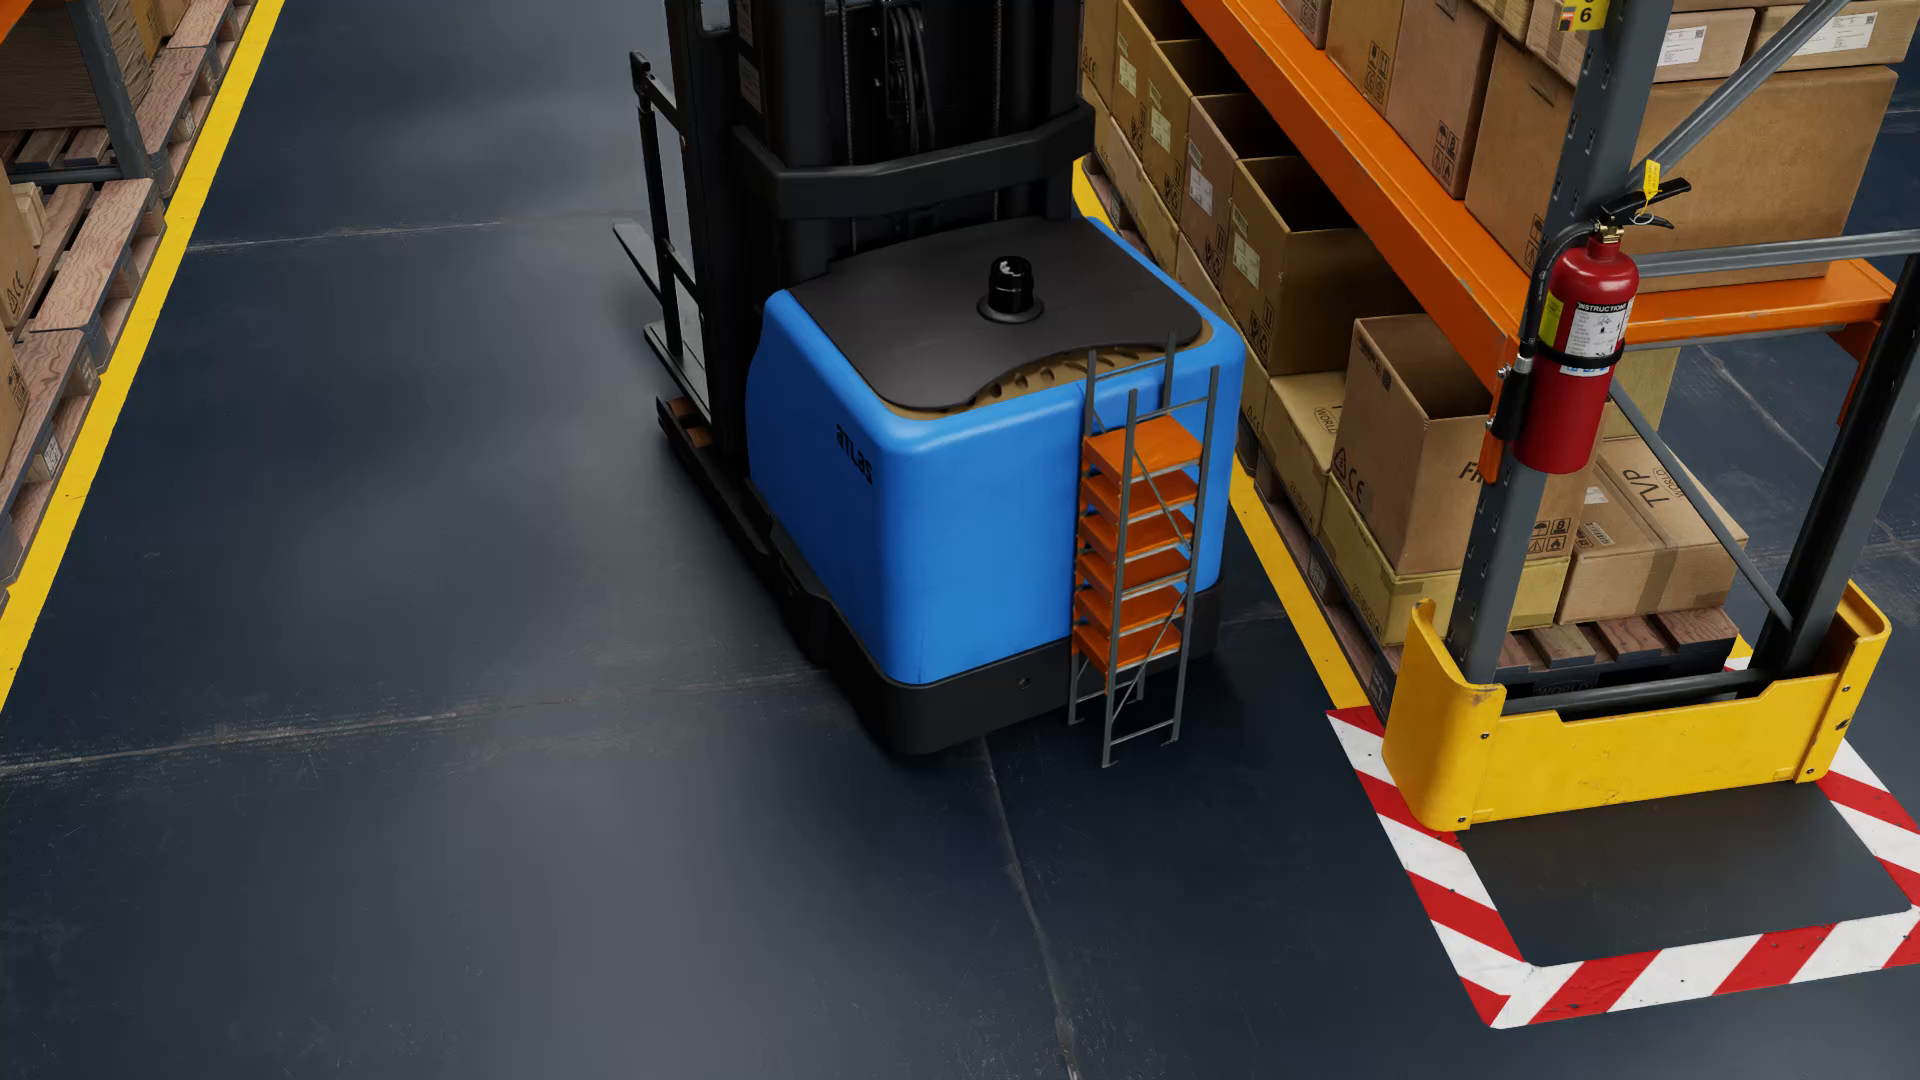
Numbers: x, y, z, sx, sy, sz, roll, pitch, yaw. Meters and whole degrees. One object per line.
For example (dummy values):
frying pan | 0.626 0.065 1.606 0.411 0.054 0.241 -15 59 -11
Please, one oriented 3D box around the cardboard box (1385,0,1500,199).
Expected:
cardboard box | 1.566 -1.247 4.329 0.700 0.500 0.500 -5 38 -7

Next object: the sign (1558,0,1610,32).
sign | 1.195 -1.109 3.095 0.100 0.325 0.005 -6 38 -8

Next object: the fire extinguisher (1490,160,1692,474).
fire extinguisher | 1.295 -0.456 3.455 0.296 0.674 0.183 -6 38 -8

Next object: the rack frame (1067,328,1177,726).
rack frame | 0.405 0.006 4.265 0.240 1.200 0.006 -17 41 -21

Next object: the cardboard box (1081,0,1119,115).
cardboard box | 0.804 -2.086 6.778 0.500 0.500 0.500 -6 38 -8

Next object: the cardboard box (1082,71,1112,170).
cardboard box | 0.814 -1.791 7.010 0.500 0.250 0.500 -6 38 -8

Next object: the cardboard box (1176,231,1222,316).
cardboard box | 1.072 -0.885 5.843 0.500 0.250 0.500 -6 38 -8

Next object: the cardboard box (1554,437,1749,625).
cardboard box | 1.857 -0.036 4.750 0.500 0.250 0.500 -6 38 -8

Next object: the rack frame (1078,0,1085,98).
rack frame | 1.031 -3.024 6.697 1.000 3.000 0.127 -6 38 -8

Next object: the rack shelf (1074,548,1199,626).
rack shelf | 0.446 0.091 4.227 0.258 0.103 0.180 -17 41 -21

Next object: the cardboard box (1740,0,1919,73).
cardboard box | 1.875 -1.164 3.693 0.380 0.149 0.250 -6 38 -8

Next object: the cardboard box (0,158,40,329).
cardboard box | -3.624 -1.053 5.839 0.500 0.500 0.500 -9 39 -11

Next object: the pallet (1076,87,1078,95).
pallet | 0.863 -2.364 8.120 1.003 0.211 1.213 -6 38 -8

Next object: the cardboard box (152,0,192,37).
cardboard box | -4.181 -2.738 8.008 0.700 0.500 0.500 -6 38 -7

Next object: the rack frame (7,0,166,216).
rack frame | -3.846 -2.489 6.009 1.000 3.000 0.127 -6 38 -8

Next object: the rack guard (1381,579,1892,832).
rack guard | 1.736 0.394 4.336 1.175 0.500 0.348 -6 38 -8

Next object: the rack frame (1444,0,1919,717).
rack frame | 1.732 -0.608 3.588 1.000 3.000 0.127 -6 38 -8

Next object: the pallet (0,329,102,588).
pallet | -3.476 -0.247 5.396 1.003 0.211 1.213 -6 38 -8

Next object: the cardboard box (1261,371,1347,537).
cardboard box | 1.248 -0.281 5.065 0.500 0.250 0.500 -6 38 -8

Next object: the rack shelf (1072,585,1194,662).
rack shelf | 0.446 0.186 4.301 0.258 0.103 0.180 -17 41 -21

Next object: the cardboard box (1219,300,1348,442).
cardboard box | 1.158 -0.583 5.454 0.500 0.250 0.500 -6 38 -8

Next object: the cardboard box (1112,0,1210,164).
cardboard box | 0.899 -1.785 6.391 0.500 0.500 0.500 -6 38 -8

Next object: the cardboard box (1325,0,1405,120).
cardboard box | 1.485 -1.548 4.716 0.700 0.500 0.500 -6 38 -8

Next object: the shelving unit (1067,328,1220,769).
shelving unit | 0.446 0.056 4.200 0.258 1.200 0.189 -17 41 -21

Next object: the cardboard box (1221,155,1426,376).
cardboard box | 1.155 -0.878 5.223 0.500 0.500 0.500 -6 38 -8

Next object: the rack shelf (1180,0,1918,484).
rack shelf | 1.381 -1.532 5.363 1.077 0.370 4.000 -6 38 -8

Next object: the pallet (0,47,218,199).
pallet | -3.983 -1.858 7.469 1.003 0.211 1.213 -6 38 -8

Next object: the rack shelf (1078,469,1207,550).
rack shelf | 0.446 -0.099 4.080 0.258 0.103 0.180 -17 41 -21

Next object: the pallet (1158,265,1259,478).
pallet | 1.346 -0.700 5.978 1.003 0.211 1.213 -6 38 -8

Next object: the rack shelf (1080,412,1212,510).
rack shelf | 0.446 -0.193 4.007 0.258 0.103 0.180 -17 41 -21

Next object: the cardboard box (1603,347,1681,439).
cardboard box | 1.767 -0.634 4.908 0.500 0.500 0.500 -6 38 -8

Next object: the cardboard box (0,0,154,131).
cardboard box | -3.991 -2.118 7.211 0.700 0.500 0.500 -5 38 -6

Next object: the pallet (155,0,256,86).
pallet | -4.201 -2.596 8.420 1.003 0.211 1.213 -6 38 -8

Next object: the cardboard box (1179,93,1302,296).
cardboard box | 1.069 -1.181 5.612 0.500 0.500 0.500 -6 38 -8

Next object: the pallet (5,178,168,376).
pallet | -3.693 -0.986 6.347 1.003 0.211 1.213 -6 38 -8

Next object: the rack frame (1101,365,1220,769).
rack frame | 0.487 0.106 4.136 0.240 1.200 0.006 -17 41 -21

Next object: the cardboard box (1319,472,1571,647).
cardboard box | 1.347 0.020 4.678 0.500 0.250 0.500 -6 38 -8

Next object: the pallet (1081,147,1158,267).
pallet | 1.129 -1.438 6.929 1.003 0.211 1.213 -6 38 -8

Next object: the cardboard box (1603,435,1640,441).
cardboard box | 1.766 -0.337 5.138 0.500 0.250 0.500 -6 38 -8

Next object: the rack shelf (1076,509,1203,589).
rack shelf | 0.446 -0.004 4.154 0.258 0.103 0.180 -17 41 -21

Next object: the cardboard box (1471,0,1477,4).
cardboard box | 1.385 -1.426 4.031 0.380 0.149 0.250 -7 38 -9

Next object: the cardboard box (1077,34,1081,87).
cardboard box | 0.673 -2.323 7.694 0.500 0.250 0.500 -7 38 -8

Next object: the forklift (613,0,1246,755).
forklift | -0.373 -1.484 4.771 1.130 2.935 3.031 -17 41 -21

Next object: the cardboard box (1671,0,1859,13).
cardboard box | 1.653 -1.475 3.565 0.700 0.500 0.500 -6 38 -8

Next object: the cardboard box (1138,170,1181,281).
cardboard box | 0.979 -1.186 6.231 0.500 0.250 0.500 -6 38 -8

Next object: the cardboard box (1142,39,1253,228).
cardboard box | 0.979 -1.482 6.001 0.500 0.500 0.500 -6 38 -8

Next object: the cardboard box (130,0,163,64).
cardboard box | -4.131 -2.425 7.605 0.700 0.500 0.500 -7 38 -9

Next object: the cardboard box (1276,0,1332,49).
cardboard box | 1.389 -1.866 5.125 0.700 0.500 0.500 -5 38 -7

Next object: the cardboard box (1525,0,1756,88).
cardboard box | 1.477 -1.114 3.629 0.380 0.149 0.250 -7 38 -9

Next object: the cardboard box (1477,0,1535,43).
cardboard box | 1.430 -1.272 3.832 0.380 0.149 0.250 -5 38 -7

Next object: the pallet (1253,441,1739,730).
pallet | 1.557 0.036 5.032 1.003 0.211 1.213 -6 38 -8

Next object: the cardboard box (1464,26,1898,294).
cardboard box | 1.663 -0.931 3.922 0.700 0.500 0.500 -6 38 -8

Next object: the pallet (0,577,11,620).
pallet | -3.265 0.488 4.450 1.003 0.211 1.213 -6 38 -8

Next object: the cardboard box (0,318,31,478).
cardboard box | -3.356 -0.480 5.102 0.700 0.500 0.500 -9 39 -11

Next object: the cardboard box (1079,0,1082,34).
cardboard box | 0.678 -2.539 7.515 0.500 0.311 0.500 -6 38 -8

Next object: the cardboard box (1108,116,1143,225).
cardboard box | 0.896 -1.489 6.620 0.500 0.250 0.500 -6 38 -8

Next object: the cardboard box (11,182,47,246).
cardboard box | -3.722 -1.224 6.331 0.380 0.166 0.250 -11 39 -14

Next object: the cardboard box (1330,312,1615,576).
cardboard box | 1.345 -0.276 4.448 0.500 0.500 0.500 -6 38 -8

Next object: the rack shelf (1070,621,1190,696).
rack shelf | 0.446 0.280 4.375 0.258 0.103 0.180 -17 41 -21
